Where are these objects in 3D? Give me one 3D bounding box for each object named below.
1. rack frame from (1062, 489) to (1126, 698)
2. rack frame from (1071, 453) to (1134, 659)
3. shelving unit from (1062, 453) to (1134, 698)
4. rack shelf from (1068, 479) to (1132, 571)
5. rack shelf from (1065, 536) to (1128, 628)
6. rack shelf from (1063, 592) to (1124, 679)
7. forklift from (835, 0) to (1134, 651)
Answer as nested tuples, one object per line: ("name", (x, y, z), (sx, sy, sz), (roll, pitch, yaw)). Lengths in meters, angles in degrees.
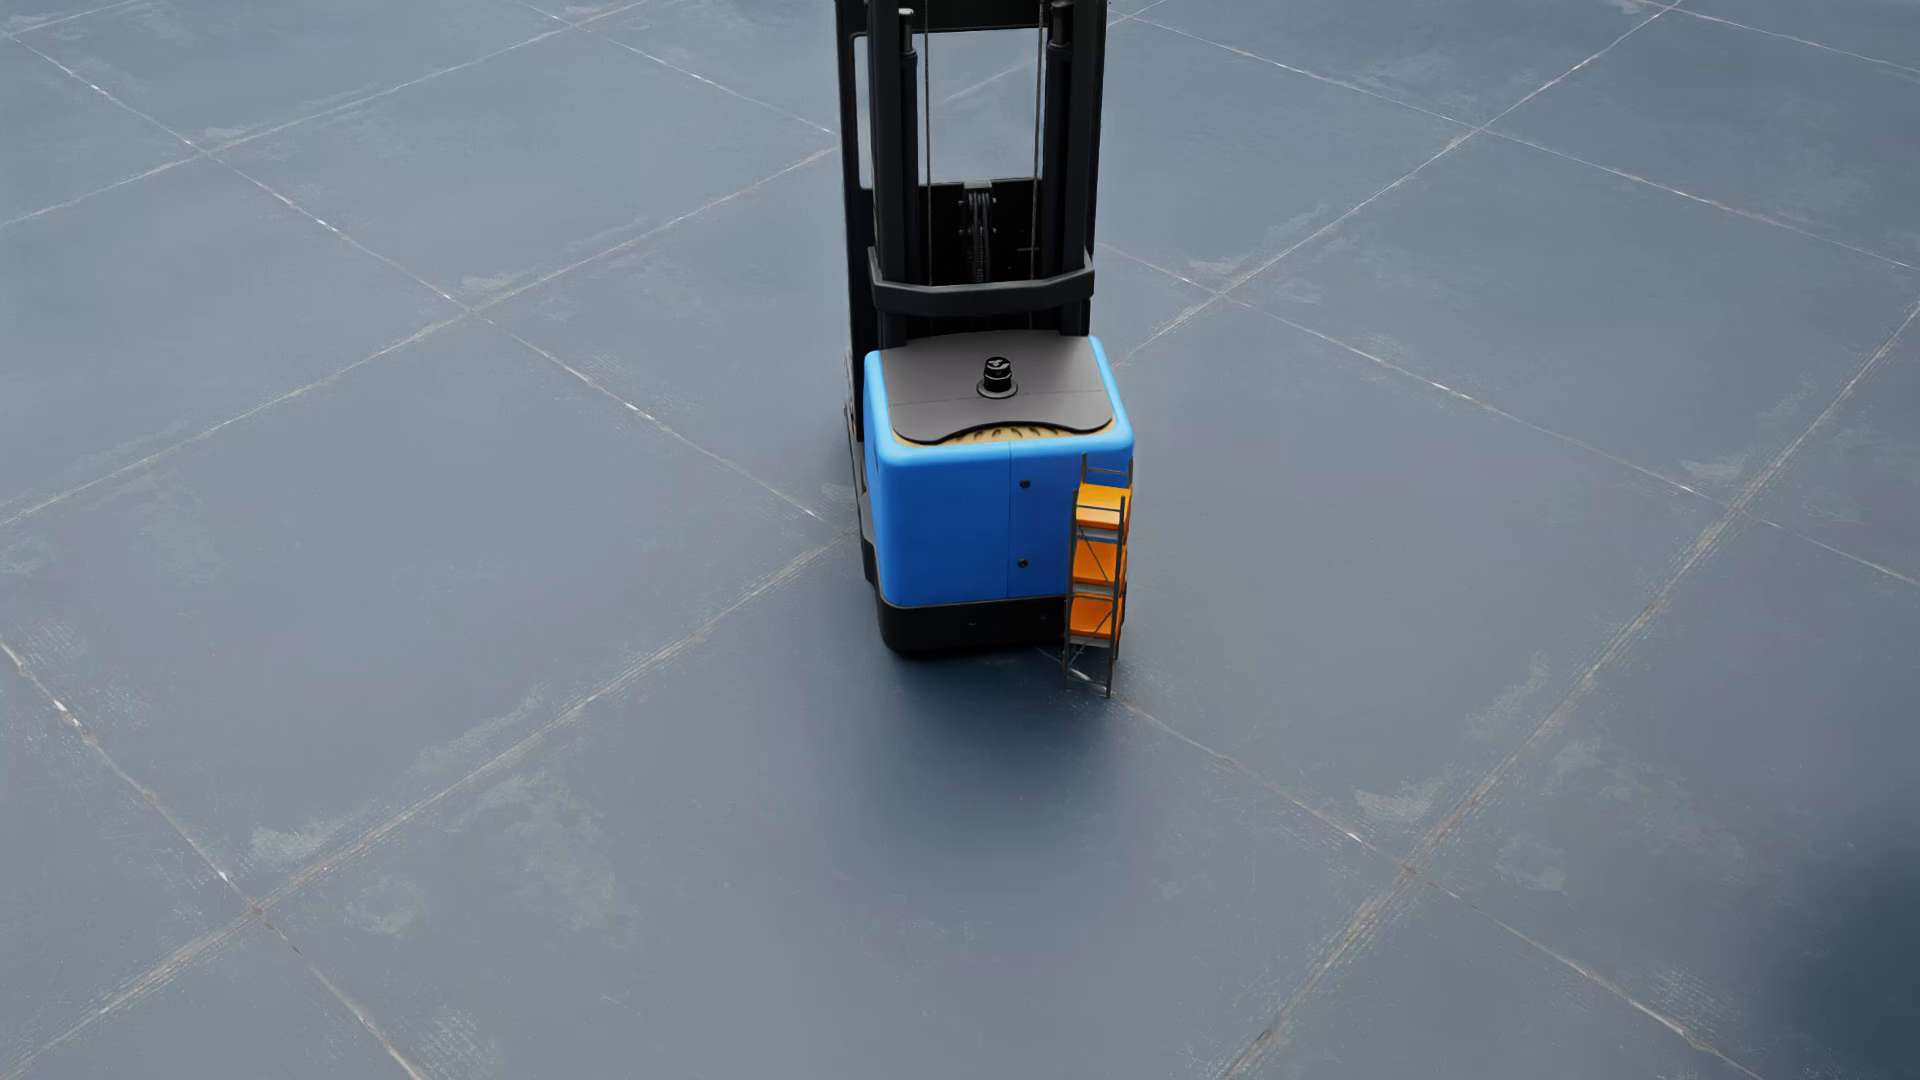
("rack frame", (0.526, 0.233, 6.613), (0.200, 1.050, 0.008), (7, 39, 9))
("rack frame", (0.576, 0.085, 6.800), (0.200, 1.050, 0.008), (7, 39, 9))
("shelving unit", (0.551, 0.159, 6.706), (0.215, 1.050, 0.252), (7, 39, 9))
("rack shelf", (0.551, -0.055, 6.536), (0.215, 0.259, 0.240), (7, 39, 9))
("rack shelf", (0.551, 0.167, 6.713), (0.215, 0.259, 0.240), (7, 39, 9))
("rack shelf", (0.551, 0.385, 6.886), (0.215, 0.259, 0.240), (7, 39, 9))
("forklift", (0.015, -1.587, 7.391), (1.130, 2.935, 3.031), (-4, 39, -6))
